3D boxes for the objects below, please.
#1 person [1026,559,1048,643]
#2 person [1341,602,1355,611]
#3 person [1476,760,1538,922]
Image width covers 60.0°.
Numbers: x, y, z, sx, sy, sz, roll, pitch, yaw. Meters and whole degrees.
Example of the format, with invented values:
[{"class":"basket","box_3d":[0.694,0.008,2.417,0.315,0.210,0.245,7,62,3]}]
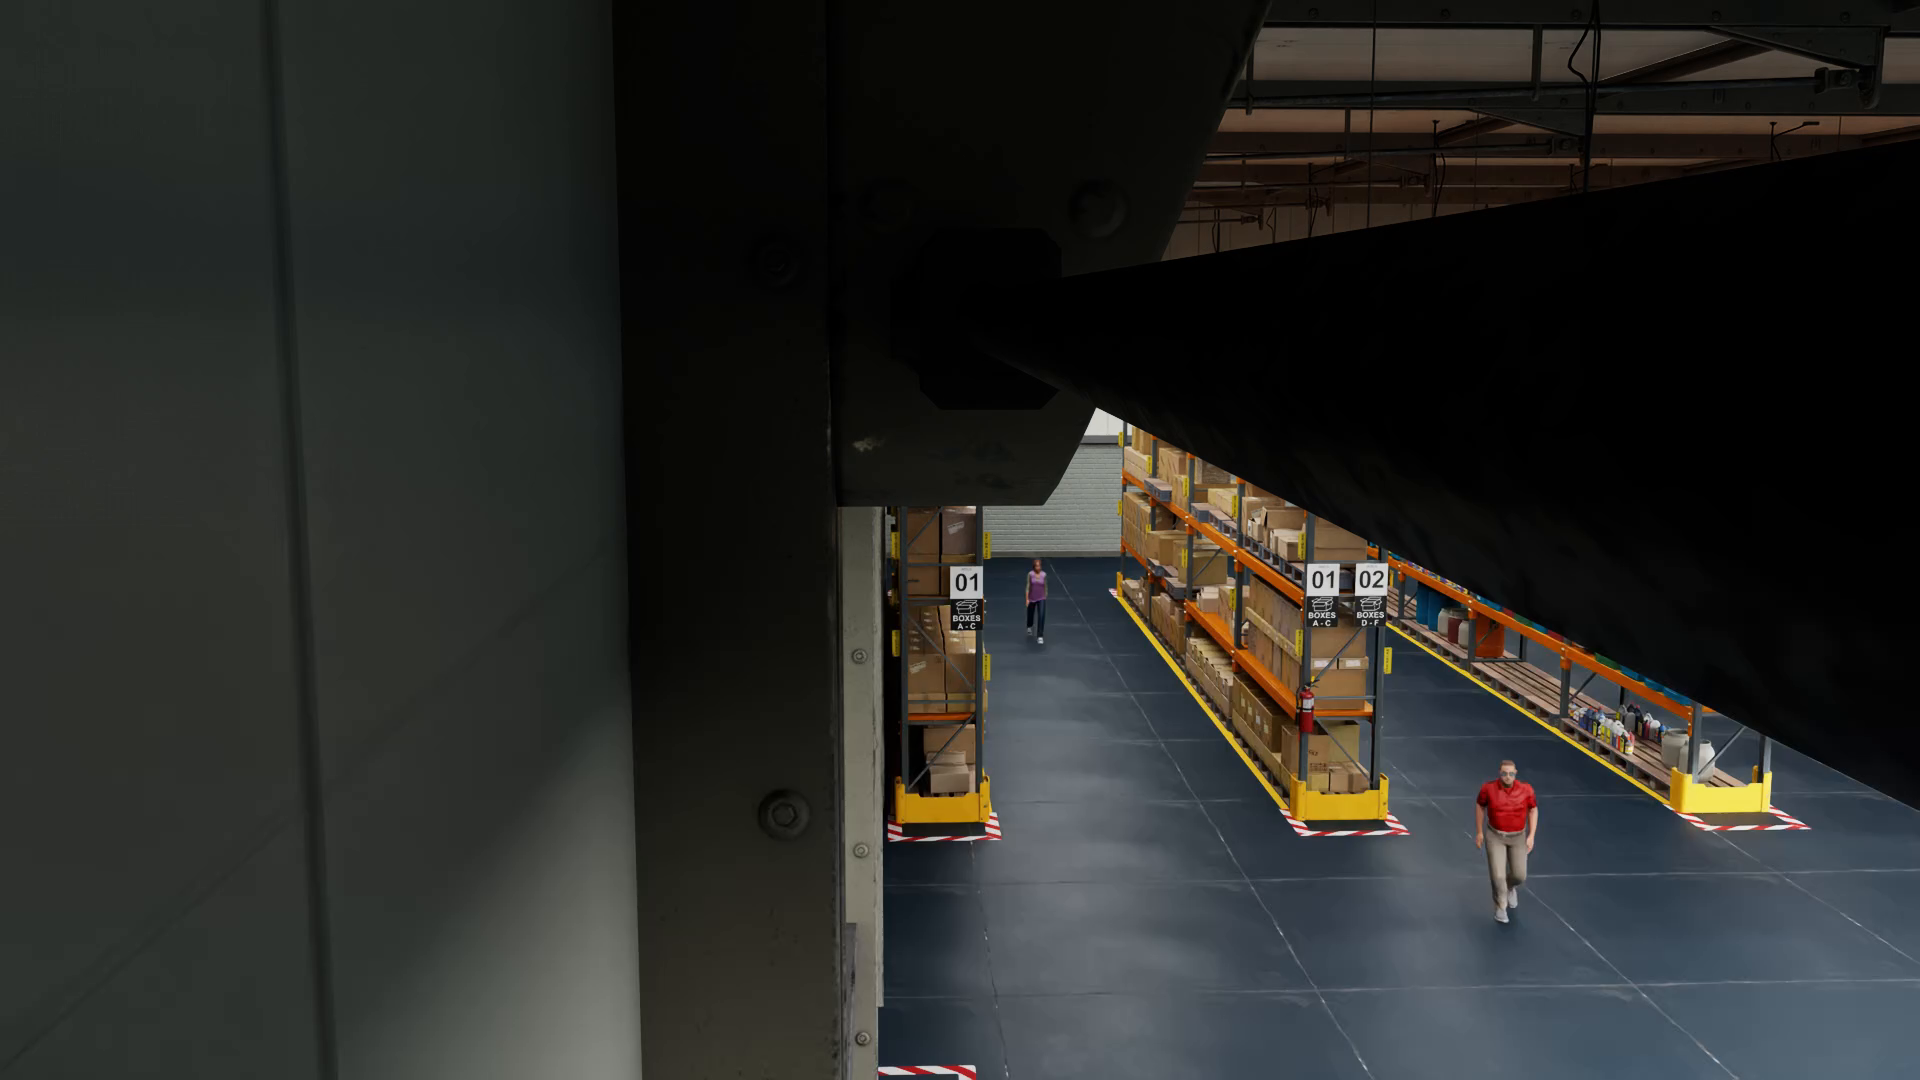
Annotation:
[{"class":"person","box_3d":[1.449,1.124,31.492,0.432,1.551,0.899,0,8,-3]},{"class":"person","box_3d":[7.407,1.106,31.482,0.484,1.598,1.022,-1,8,-5]},{"class":"person","box_3d":[5.677,3.075,17.322,0.598,1.707,0.612,1,8,10]}]
